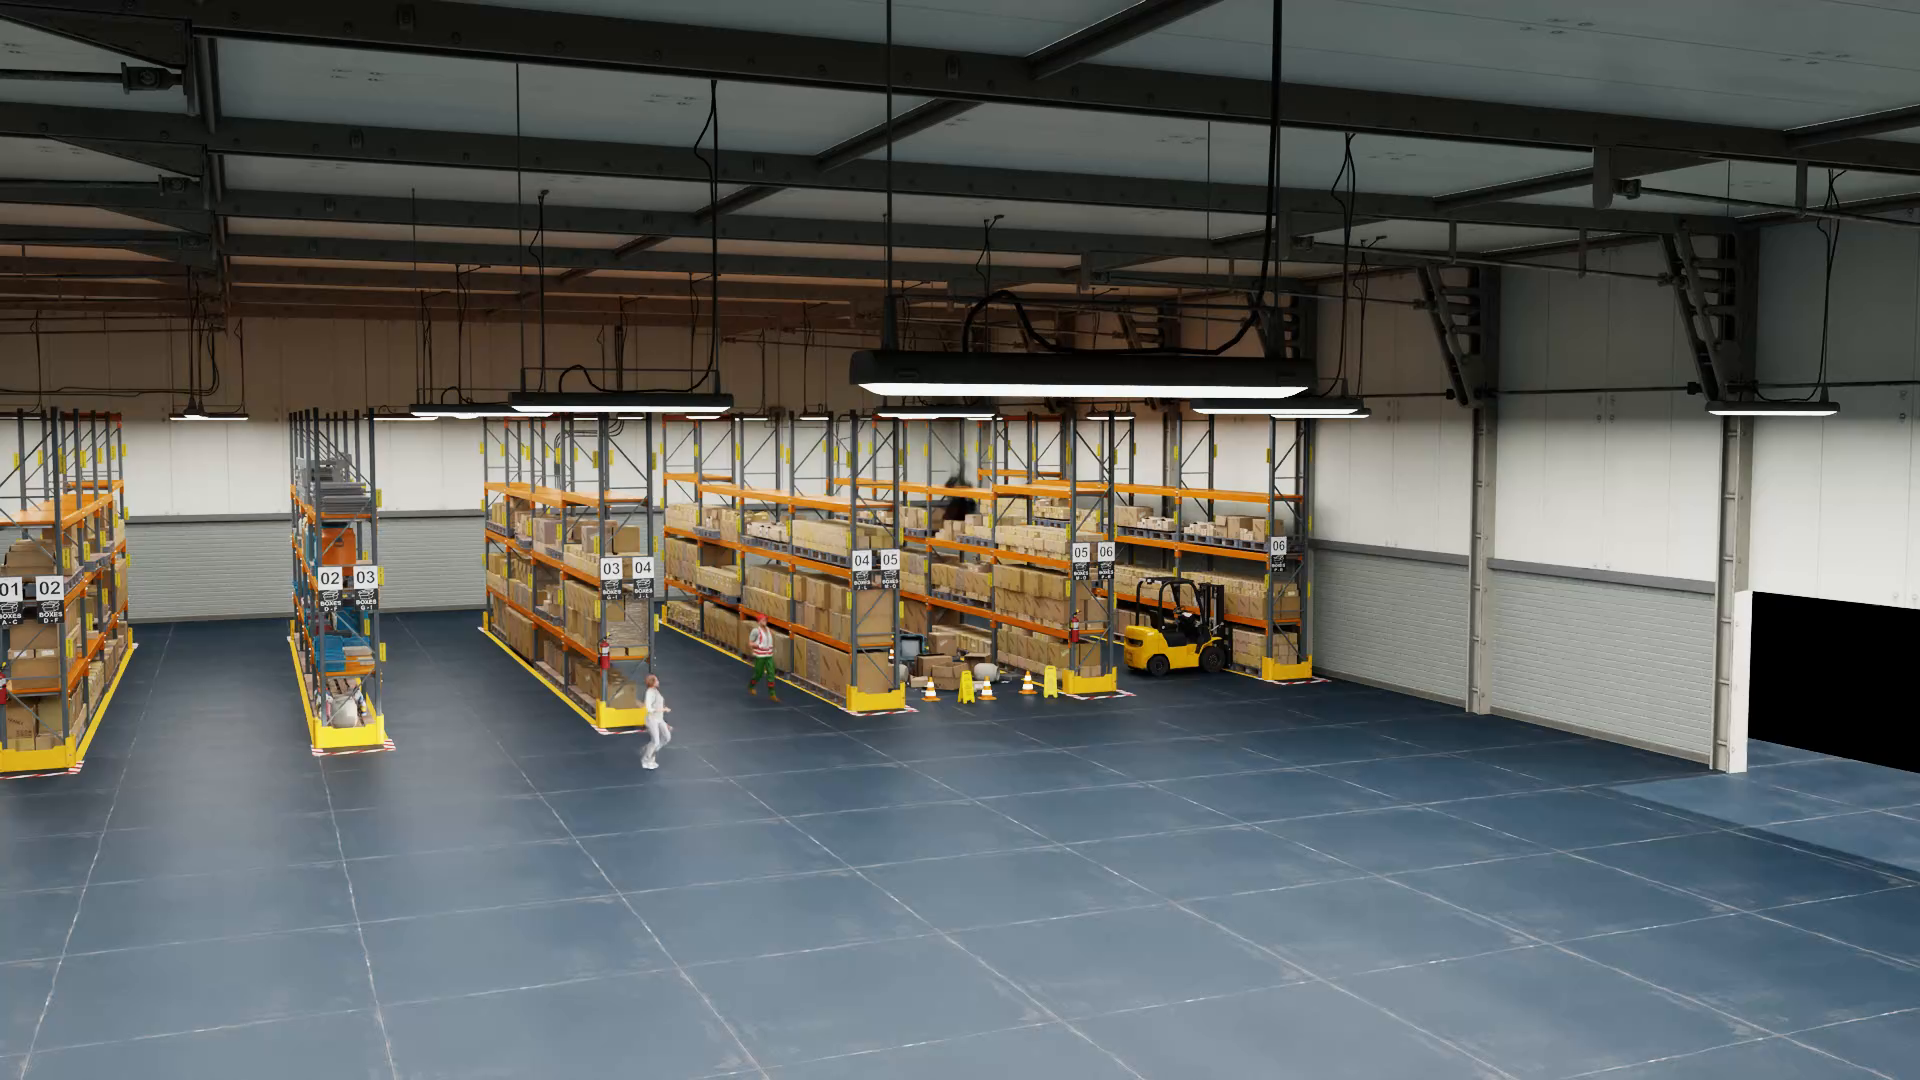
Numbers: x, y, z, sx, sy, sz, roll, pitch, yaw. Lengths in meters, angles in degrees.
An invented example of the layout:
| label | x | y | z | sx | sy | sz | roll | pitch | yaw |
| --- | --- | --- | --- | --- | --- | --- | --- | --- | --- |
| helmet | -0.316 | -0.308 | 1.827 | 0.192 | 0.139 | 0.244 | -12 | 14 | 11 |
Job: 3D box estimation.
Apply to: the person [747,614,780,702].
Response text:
| label | x | y | z | sx | sy | sz | roll | pitch | yaw |
| --- | --- | --- | --- | --- | --- | --- | --- | --- | --- |
| person | -4.015 | 2.403 | 34.253 | 0.517 | 1.783 | 0.988 | -4 | 5 | -41 |
